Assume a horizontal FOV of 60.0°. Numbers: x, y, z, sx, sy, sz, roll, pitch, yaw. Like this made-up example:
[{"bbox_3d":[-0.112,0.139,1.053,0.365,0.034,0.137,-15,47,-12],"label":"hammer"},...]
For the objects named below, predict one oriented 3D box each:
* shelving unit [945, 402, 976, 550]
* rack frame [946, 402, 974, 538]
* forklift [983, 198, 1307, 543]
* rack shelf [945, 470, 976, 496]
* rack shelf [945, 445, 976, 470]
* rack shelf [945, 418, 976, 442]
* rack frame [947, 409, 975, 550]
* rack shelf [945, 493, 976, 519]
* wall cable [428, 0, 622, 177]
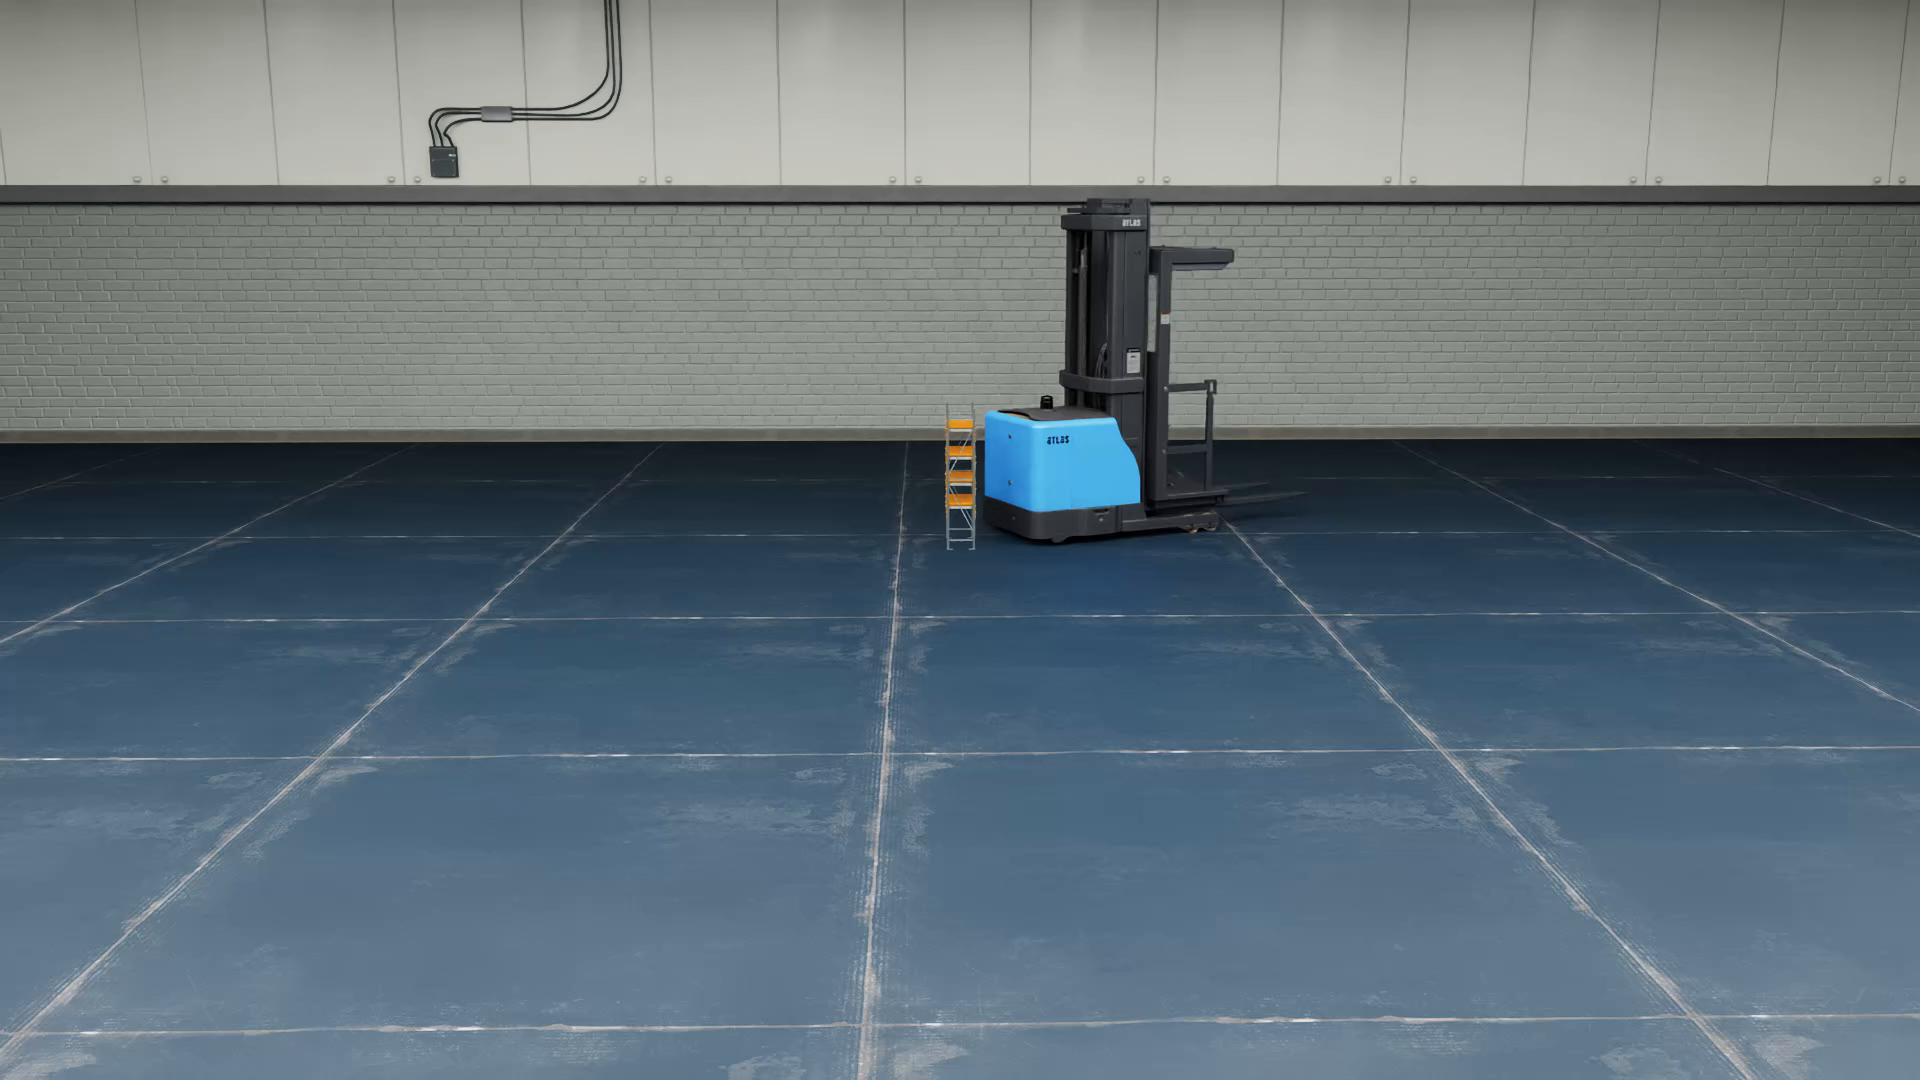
[{"bbox_3d":[0.003,-0.555,14.278,0.258,1.200,0.503,0,11,-1],"label":"shelving unit"},{"bbox_3d":[-0.002,-0.604,14.517,0.240,1.200,0.015,0,11,-1],"label":"rack frame"},{"bbox_3d":[1.764,-1.589,15.018,3.031,2.935,1.130,-6,13,-26],"label":"forklift"},{"bbox_3d":[0.003,-0.489,14.291,0.258,0.148,0.480,0,11,-1],"label":"rack shelf"},{"bbox_3d":[0.003,-0.708,14.247,0.258,0.148,0.480,0,11,-1],"label":"rack shelf"},{"bbox_3d":[0.003,-0.940,14.200,0.258,0.148,0.480,0,11,-1],"label":"rack shelf"},{"bbox_3d":[0.008,-0.507,14.039,0.240,1.200,0.015,0,11,-1],"label":"rack frame"},{"bbox_3d":[0.003,-0.295,14.330,0.258,0.148,0.480,0,11,-1],"label":"rack shelf"},{"bbox_3d":[-5.153,-7.284,19.276,2.305,6.003,0.169,0,11,-1],"label":"wall cable"}]
